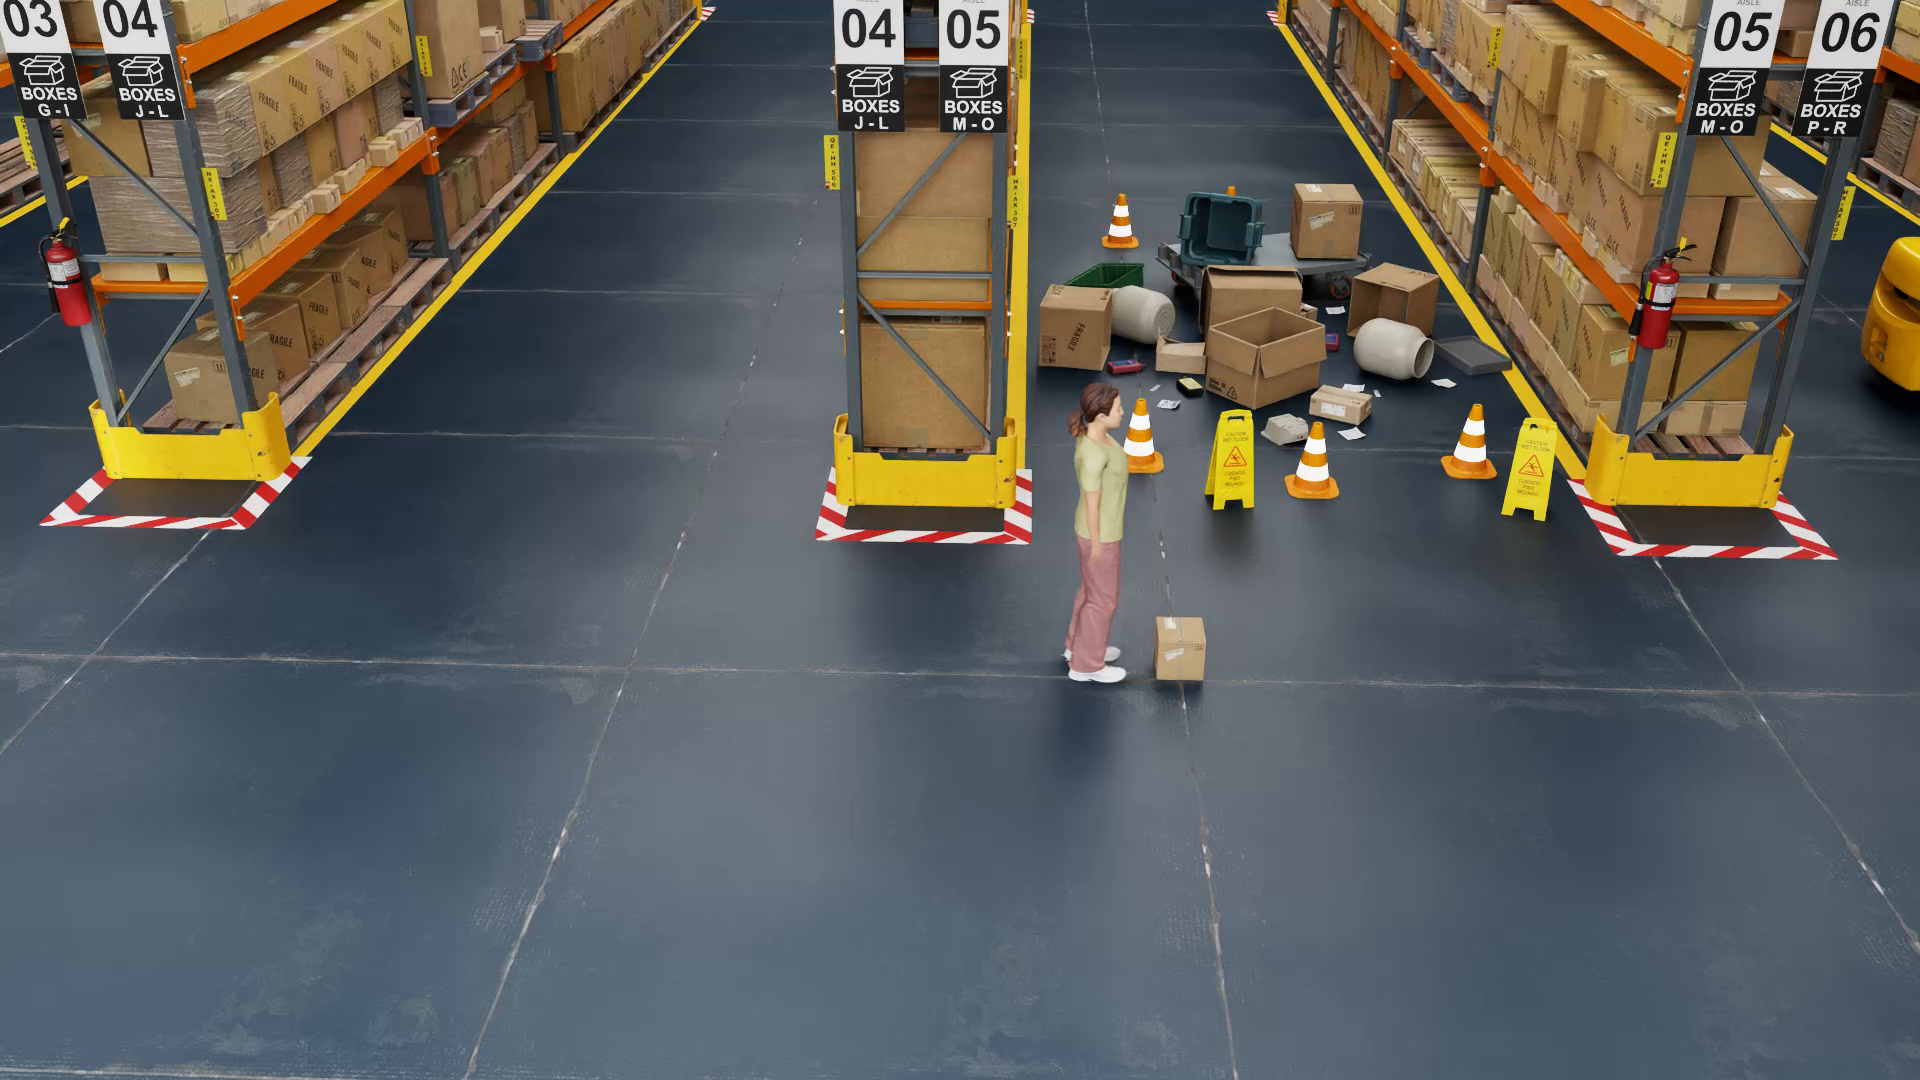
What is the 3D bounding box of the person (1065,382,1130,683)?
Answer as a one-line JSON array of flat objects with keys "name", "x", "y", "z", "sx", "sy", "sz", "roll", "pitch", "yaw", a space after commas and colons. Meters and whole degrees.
[{"name": "person", "x": 0.719, "y": -0.046, "z": 8.720, "sx": 0.370, "sy": 1.668, "sz": 0.439, "roll": 2, "pitch": 28, "yaw": 3}]
